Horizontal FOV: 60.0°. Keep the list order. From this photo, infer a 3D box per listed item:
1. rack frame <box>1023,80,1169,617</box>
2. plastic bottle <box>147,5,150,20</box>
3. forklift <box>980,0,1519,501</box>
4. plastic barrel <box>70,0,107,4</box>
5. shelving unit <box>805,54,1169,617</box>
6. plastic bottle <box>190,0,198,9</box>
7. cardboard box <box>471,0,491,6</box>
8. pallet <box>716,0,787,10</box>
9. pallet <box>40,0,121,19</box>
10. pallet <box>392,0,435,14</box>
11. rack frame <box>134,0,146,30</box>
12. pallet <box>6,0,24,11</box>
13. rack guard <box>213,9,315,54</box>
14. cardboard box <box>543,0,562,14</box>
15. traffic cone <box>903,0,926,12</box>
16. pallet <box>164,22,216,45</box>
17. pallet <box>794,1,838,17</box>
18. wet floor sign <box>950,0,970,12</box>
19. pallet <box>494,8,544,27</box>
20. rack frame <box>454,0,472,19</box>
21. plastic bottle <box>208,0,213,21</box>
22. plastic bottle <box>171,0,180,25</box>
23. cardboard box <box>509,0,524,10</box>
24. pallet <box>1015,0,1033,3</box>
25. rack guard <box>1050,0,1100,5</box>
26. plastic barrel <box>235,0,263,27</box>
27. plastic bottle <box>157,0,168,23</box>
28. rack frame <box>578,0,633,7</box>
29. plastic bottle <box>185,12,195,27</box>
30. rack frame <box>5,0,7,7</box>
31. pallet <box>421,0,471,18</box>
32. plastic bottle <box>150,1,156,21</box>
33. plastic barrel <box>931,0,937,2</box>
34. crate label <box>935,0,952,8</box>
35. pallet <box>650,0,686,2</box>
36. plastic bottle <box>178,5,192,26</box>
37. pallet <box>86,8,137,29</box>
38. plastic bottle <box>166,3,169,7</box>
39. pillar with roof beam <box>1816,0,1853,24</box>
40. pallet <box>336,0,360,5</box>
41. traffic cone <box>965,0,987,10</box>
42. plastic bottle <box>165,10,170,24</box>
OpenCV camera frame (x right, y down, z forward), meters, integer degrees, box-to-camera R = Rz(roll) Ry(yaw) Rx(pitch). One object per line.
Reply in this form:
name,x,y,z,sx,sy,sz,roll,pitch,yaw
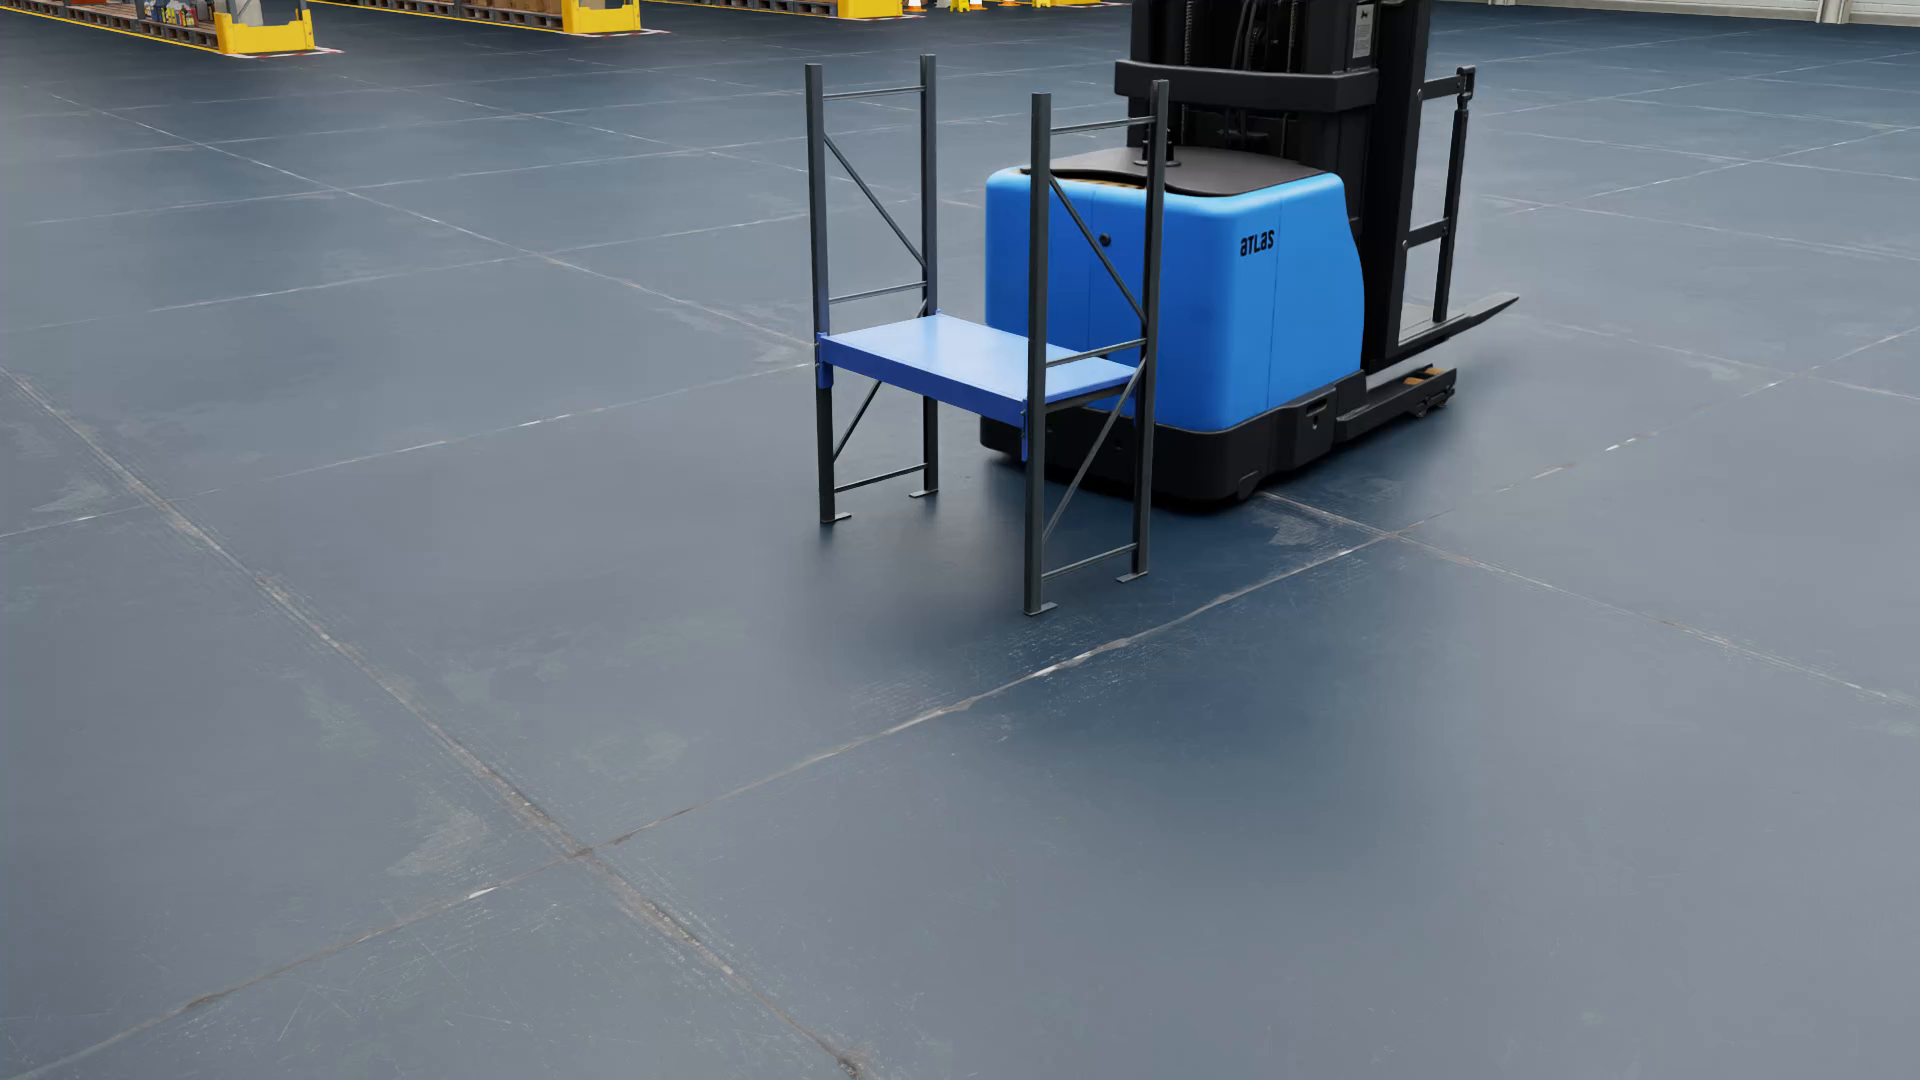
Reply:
rack frame,0.388,-0.534,4.792,0.500,1.500,0.032,-17,27,-37
plastic bottle,-11.765,-7.665,24.175,0.097,0.201,0.097,0,21,0
forklift,1.403,-1.961,6.473,1.130,2.935,3.031,17,27,37
plastic barrel,-14.651,-9.405,27.783,0.600,0.830,0.708,-17,27,-37
shelving unit,0.056,-0.675,5.150,0.538,1.500,1.048,-17,27,-37
plastic bottle,-11.178,-7.811,24.344,0.144,0.351,0.185,-17,27,-37
cardboard box,-7.725,-9.074,27.391,0.500,0.500,0.500,-18,28,-39
pallet,-3.695,-9.788,30.186,1.003,0.211,1.213,-17,27,-37
pallet,-14.865,-8.998,28.168,1.003,0.211,1.213,-17,27,-37
pallet,-9.265,-9.416,29.236,1.003,0.211,1.213,-17,27,-37
rack frame,-11.708,-8.984,24.308,1.000,3.000,0.127,-17,27,-37
pallet,-16.458,-9.672,29.890,1.003,0.211,1.213,-17,27,-37
rack guard,-9.182,-6.724,21.967,1.175,0.500,0.348,-17,27,-37
cardboard box,-6.156,-8.423,25.727,0.500,0.500,0.500,-10,23,-24
traffic cone,-0.792,-9.514,29.140,0.336,0.463,0.334,-17,27,-37
pallet,-10.500,-7.152,23.456,1.003,0.211,1.213,-17,27,-37
pallet,-2.102,-9.114,28.465,1.003,0.211,1.213,-17,27,-37
wet floor sign,-0.002,-9.577,29.052,0.232,0.644,0.267,17,27,36
pallet,-6.690,-8.350,26.513,1.003,0.211,1.213,-17,27,-37
rack frame,-7.955,-10.163,27.318,1.000,3.000,0.127,-17,27,-37
plastic bottle,-10.794,-7.641,24.000,0.061,0.283,0.133,-17,27,-37
plastic bottle,-10.973,-7.412,23.325,0.144,0.351,0.185,-16,27,-35
cardboard box,-6.880,-8.765,26.601,0.500,0.500,0.500,19,29,40
pallet,1.610,-10.372,31.676,1.003,0.211,1.213,-17,27,-37
rack guard,2.113,-10.274,31.029,1.175,0.500,0.348,-17,27,-37
plastic barrel,-9.584,-7.079,22.281,0.421,0.512,0.421,0,21,0
plastic bottle,-11.372,-7.581,23.756,0.144,0.351,0.185,-19,28,-40
rack frame,-5.344,-9.058,24.496,1.000,3.000,0.127,-17,27,-37
plastic bottle,-10.628,-7.183,22.945,0.097,0.201,0.097,0,21,0
rack frame,-16.930,-11.194,29.951,1.000,3.000,0.127,-17,27,-37
pallet,-8.465,-9.079,28.375,1.003,0.211,1.213,-17,27,-37
plastic bottle,-11.600,-7.645,24.021,0.152,0.276,0.135,-16,27,-36
plastic barrel,-0.332,-10.427,31.526,0.512,0.421,0.421,0,21,-1
crate label,-0.274,-9.740,30.163,0.298,0.136,0.250,7,23,18
pallet,-5.493,-10.550,32.129,1.003,0.211,1.213,-17,27,-37
plastic bottle,-10.771,-7.294,23.126,0.152,0.276,0.135,-17,27,-37
pallet,-13.050,-8.230,26.207,1.003,0.211,1.213,-17,27,-37
plastic bottle,-11.248,-7.512,23.689,0.097,0.271,0.097,0,21,0
pillar with roof beam,10.721,-11.459,22.403,9.100,9.000,0.400,-17,27,-37
pallet,-11.024,-10.205,31.250,1.003,0.211,1.213,-17,27,-37
traffic cone,0.286,-9.689,29.587,0.336,0.463,0.334,-17,27,-37
plastic bottle,-11.205,-7.428,23.569,0.097,0.201,0.097,0,21,0
